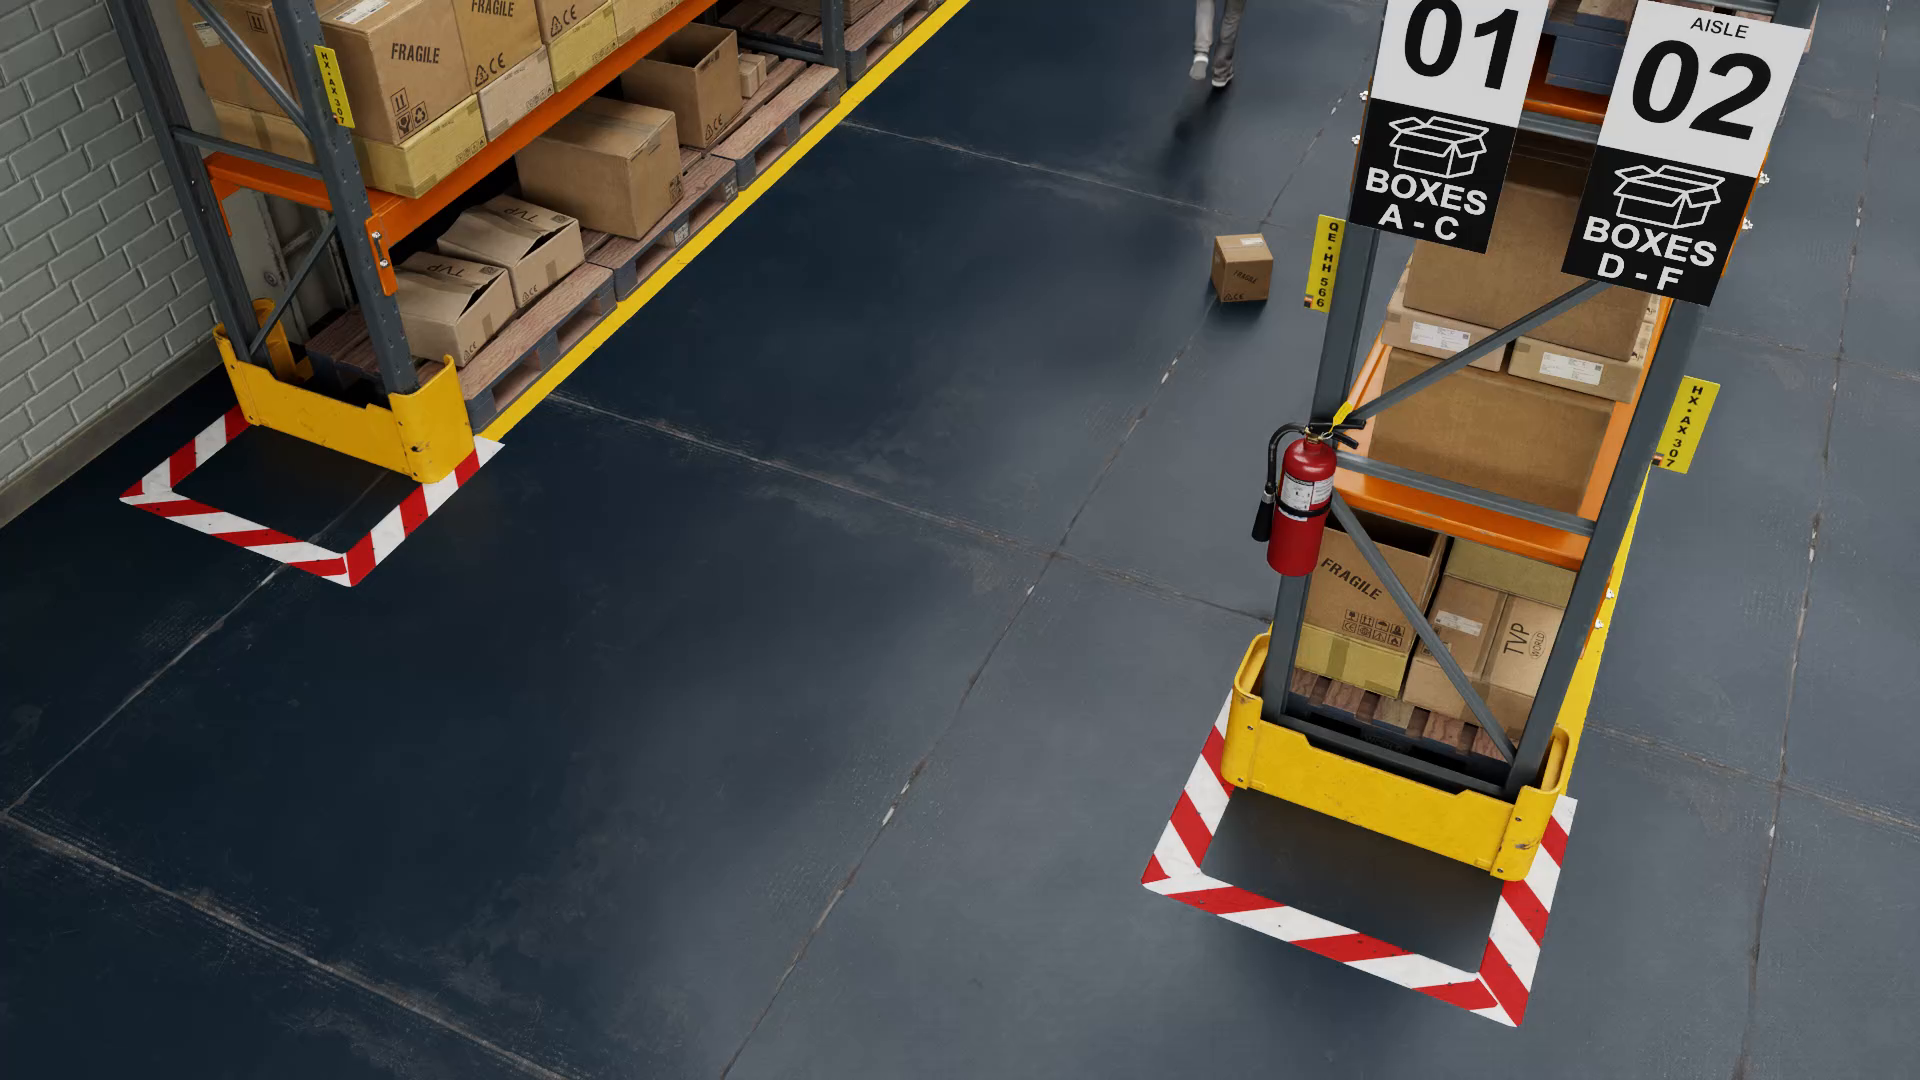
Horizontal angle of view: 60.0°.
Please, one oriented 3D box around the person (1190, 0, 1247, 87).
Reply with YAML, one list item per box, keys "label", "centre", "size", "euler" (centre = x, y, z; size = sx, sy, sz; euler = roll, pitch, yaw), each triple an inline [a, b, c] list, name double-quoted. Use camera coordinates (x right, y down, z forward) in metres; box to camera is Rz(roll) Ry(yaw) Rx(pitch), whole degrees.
- label: "person"
  centre: [1.608, -3.466, 9.900]
  size: [0.427, 1.594, 0.433]
  euler: [10, 43, 10]
